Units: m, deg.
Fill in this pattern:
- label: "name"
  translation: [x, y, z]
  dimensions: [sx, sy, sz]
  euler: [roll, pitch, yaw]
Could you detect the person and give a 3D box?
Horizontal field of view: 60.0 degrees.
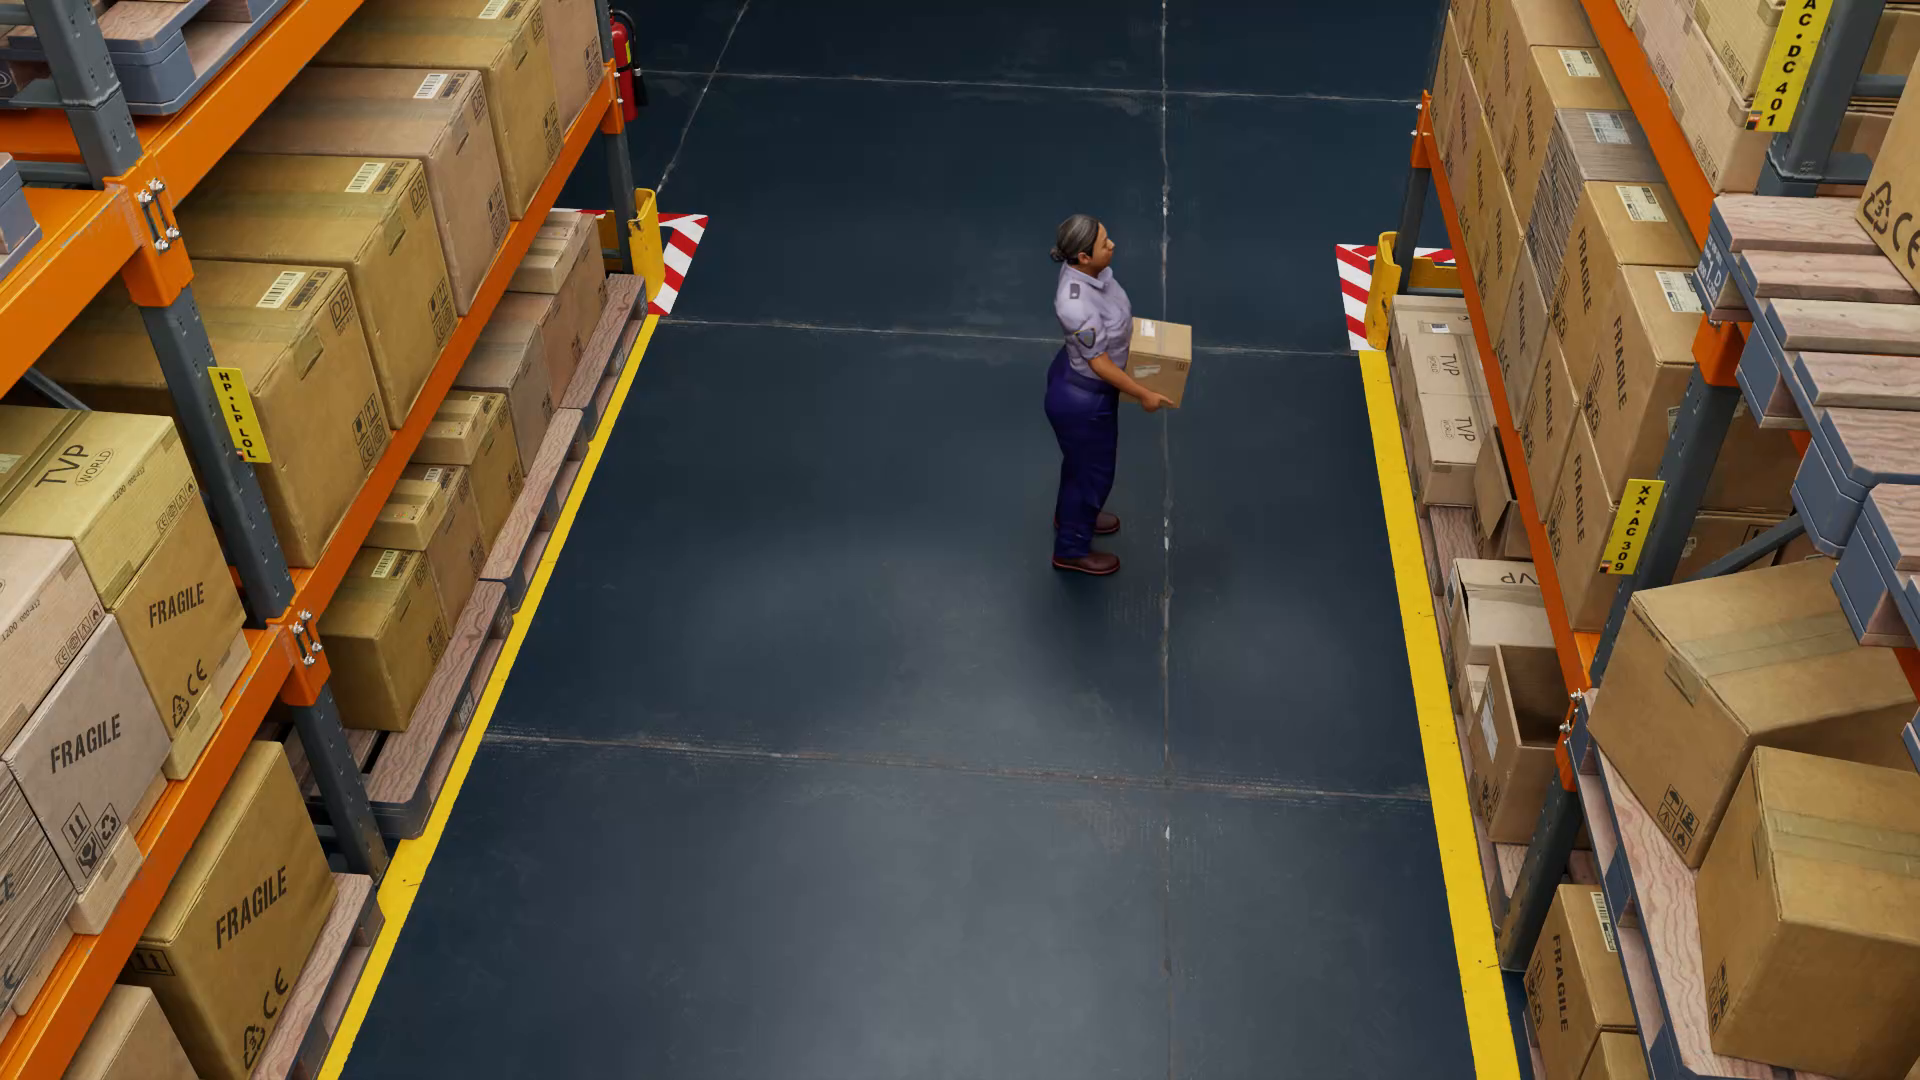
- label: "person"
  translation: [0.612, -0.601, 6.886]
  dimensions: [0.525, 1.636, 0.452]
  euler: [4, 40, 5]
